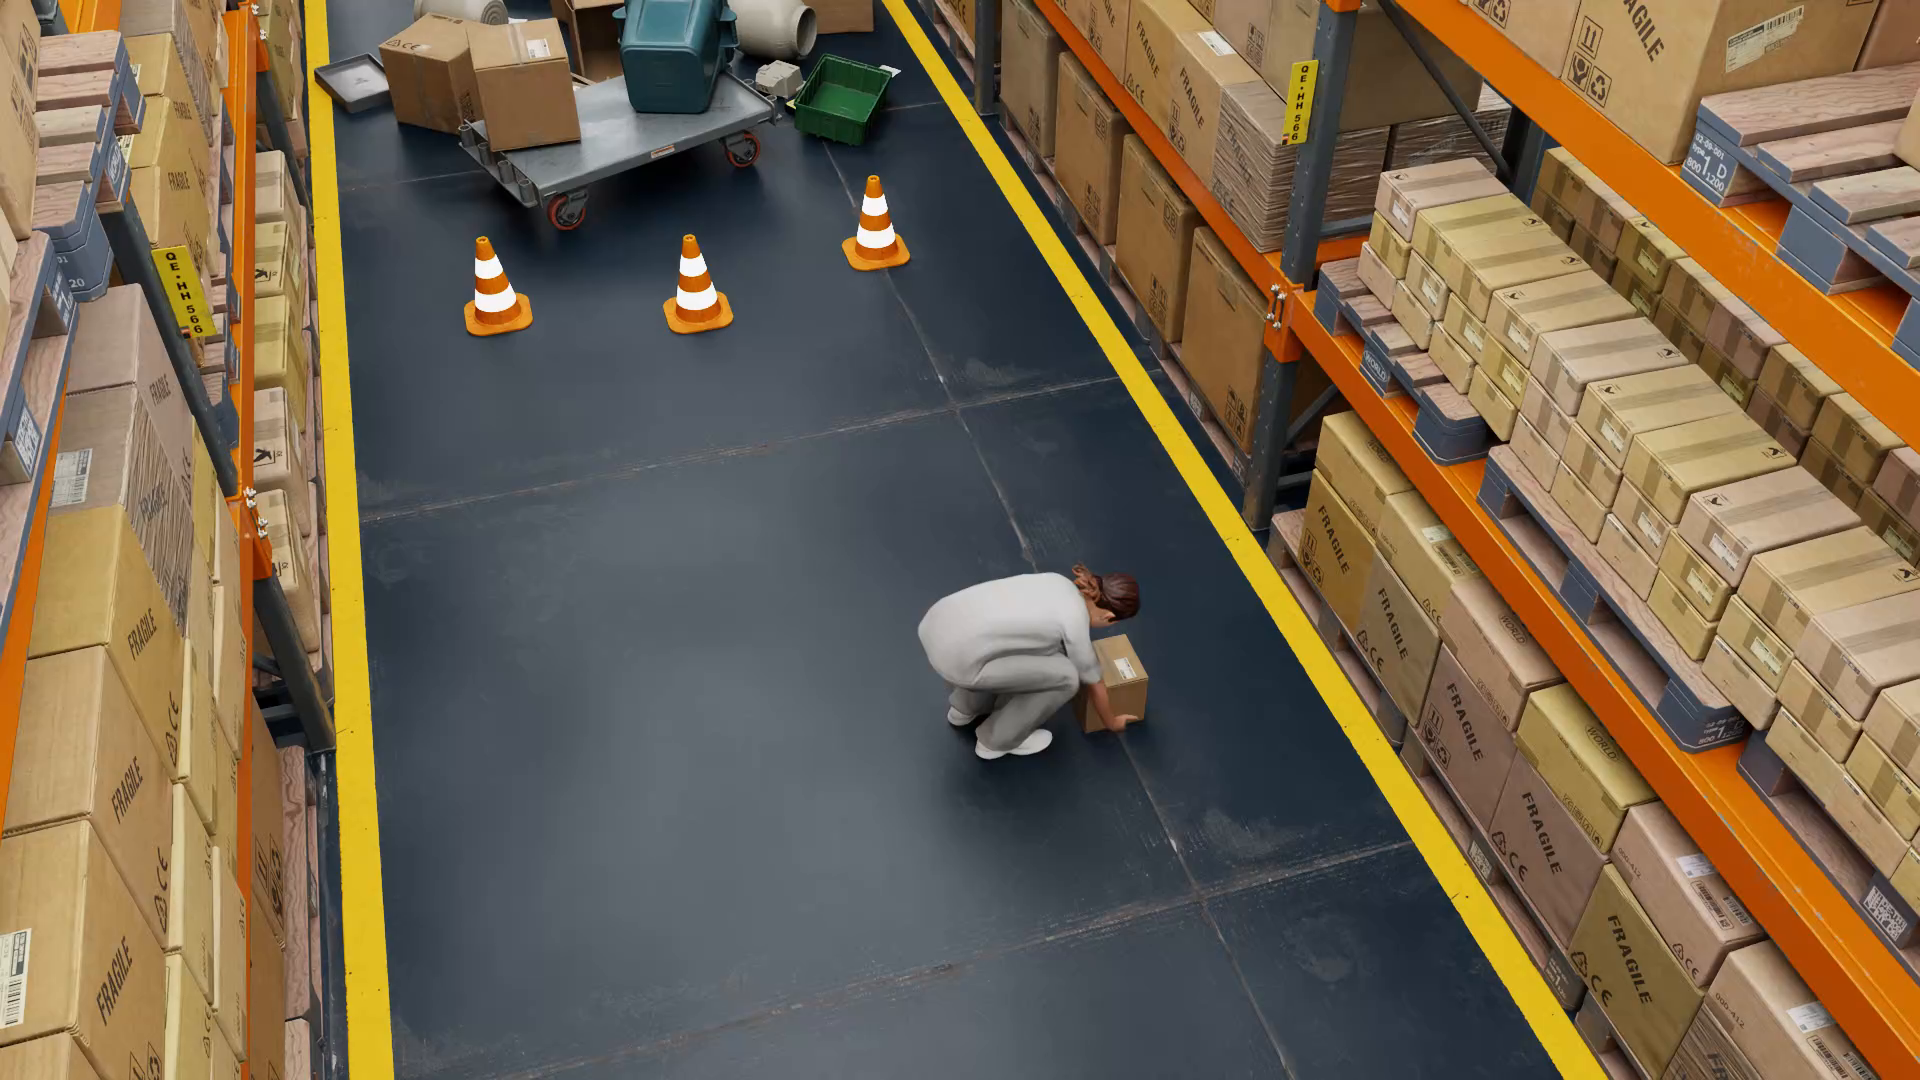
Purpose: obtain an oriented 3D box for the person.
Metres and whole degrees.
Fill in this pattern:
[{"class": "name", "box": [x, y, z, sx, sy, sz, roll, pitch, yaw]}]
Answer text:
[{"class": "person", "box": [0.273, 0.455, 6.368, 0.867, 0.774, 0.459, -13, 44, -14]}]
